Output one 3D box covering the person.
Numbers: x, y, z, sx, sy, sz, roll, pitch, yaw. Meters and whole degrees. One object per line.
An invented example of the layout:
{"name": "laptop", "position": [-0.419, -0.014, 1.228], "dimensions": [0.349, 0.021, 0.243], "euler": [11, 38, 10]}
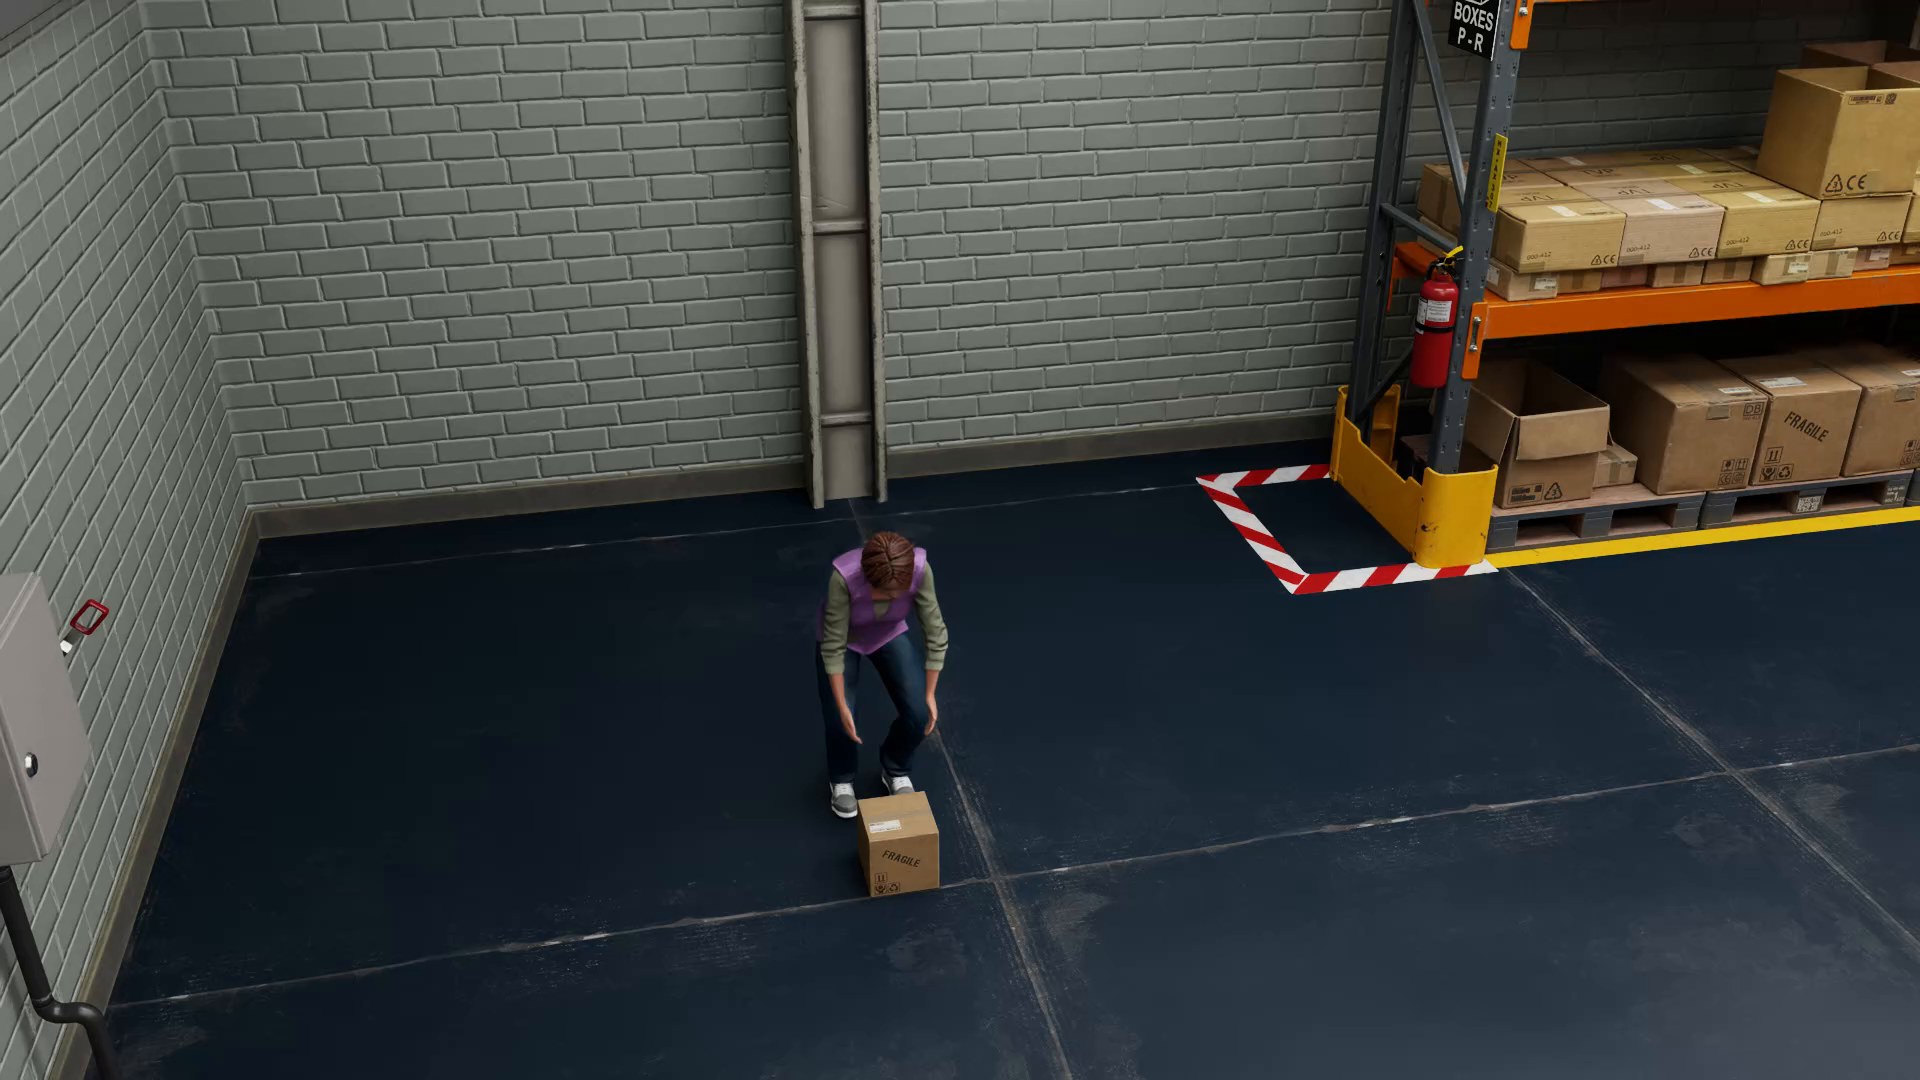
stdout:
{"name": "person", "position": [-0.295, 0.450, 6.116], "dimensions": [0.463, 1.270, 0.673], "euler": [-6, 28, -11]}
